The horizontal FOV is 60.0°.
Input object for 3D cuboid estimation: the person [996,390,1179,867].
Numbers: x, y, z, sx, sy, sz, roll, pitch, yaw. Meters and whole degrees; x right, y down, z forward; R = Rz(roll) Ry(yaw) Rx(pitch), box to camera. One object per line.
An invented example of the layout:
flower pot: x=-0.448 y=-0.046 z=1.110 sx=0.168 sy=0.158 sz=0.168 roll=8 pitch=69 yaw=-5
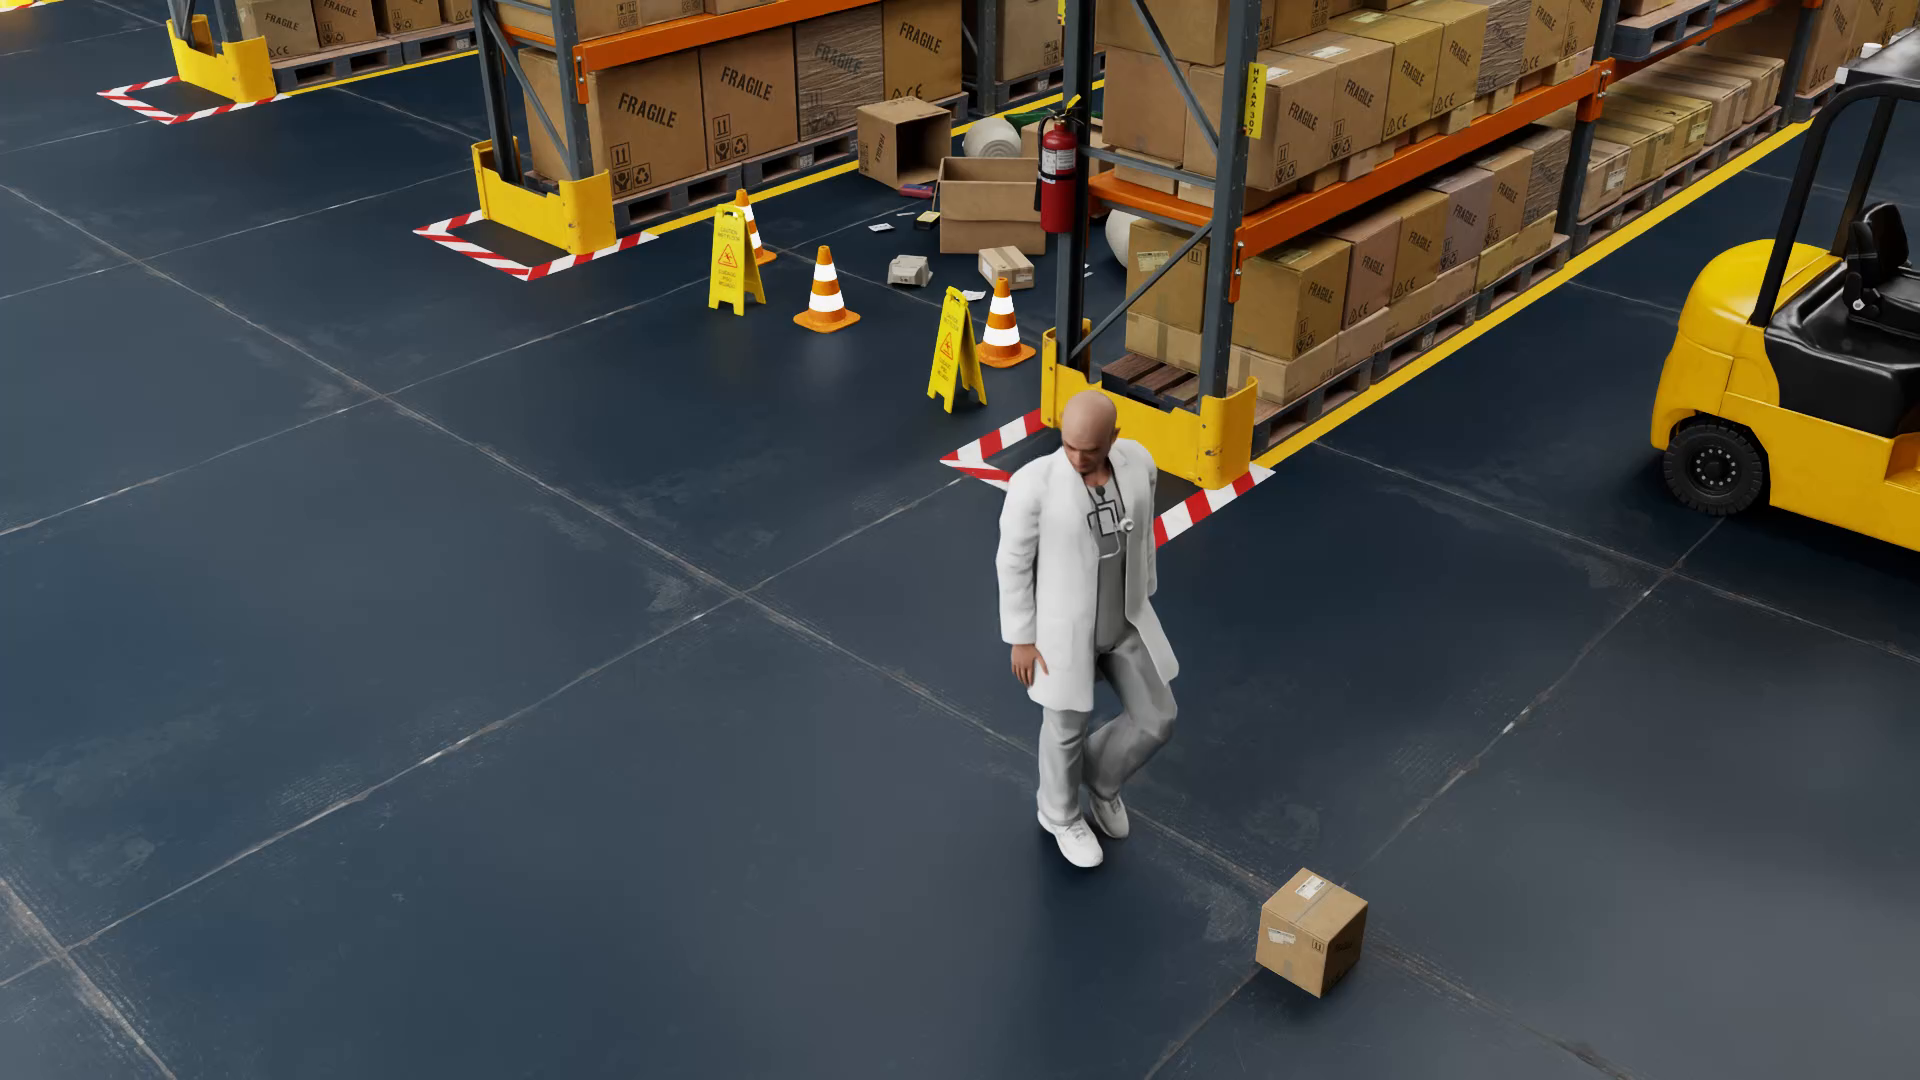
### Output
person: x=0.450 y=0.332 z=5.587 sx=0.616 sy=1.812 sz=0.438 roll=-13 pitch=33 yaw=-21
